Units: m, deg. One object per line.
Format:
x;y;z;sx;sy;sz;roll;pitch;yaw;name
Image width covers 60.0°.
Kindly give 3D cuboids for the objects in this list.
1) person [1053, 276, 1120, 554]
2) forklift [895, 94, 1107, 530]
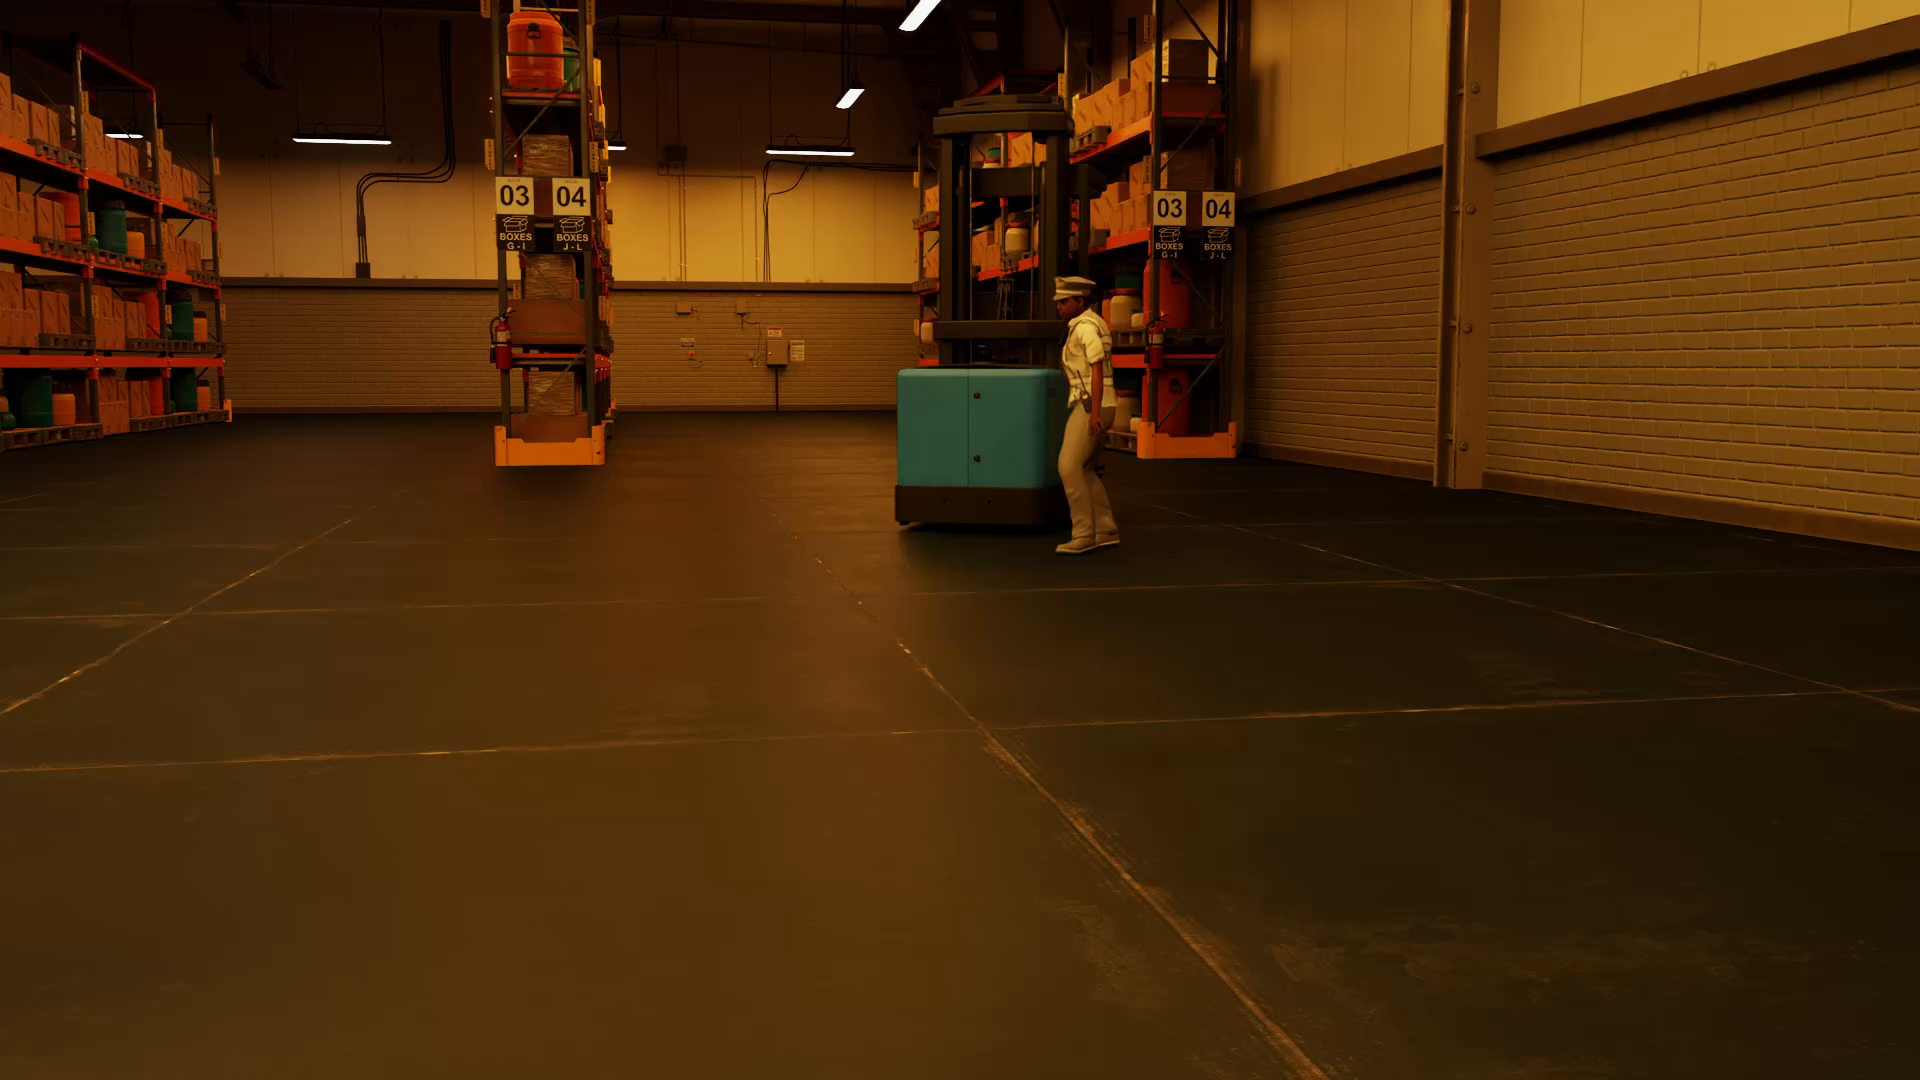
0.755;-0.748;9.916;0.411;1.632;0.798;1;6;6;person
0.451;-1.645;12.131;1.130;2.935;3.031;2;6;15;forklift
